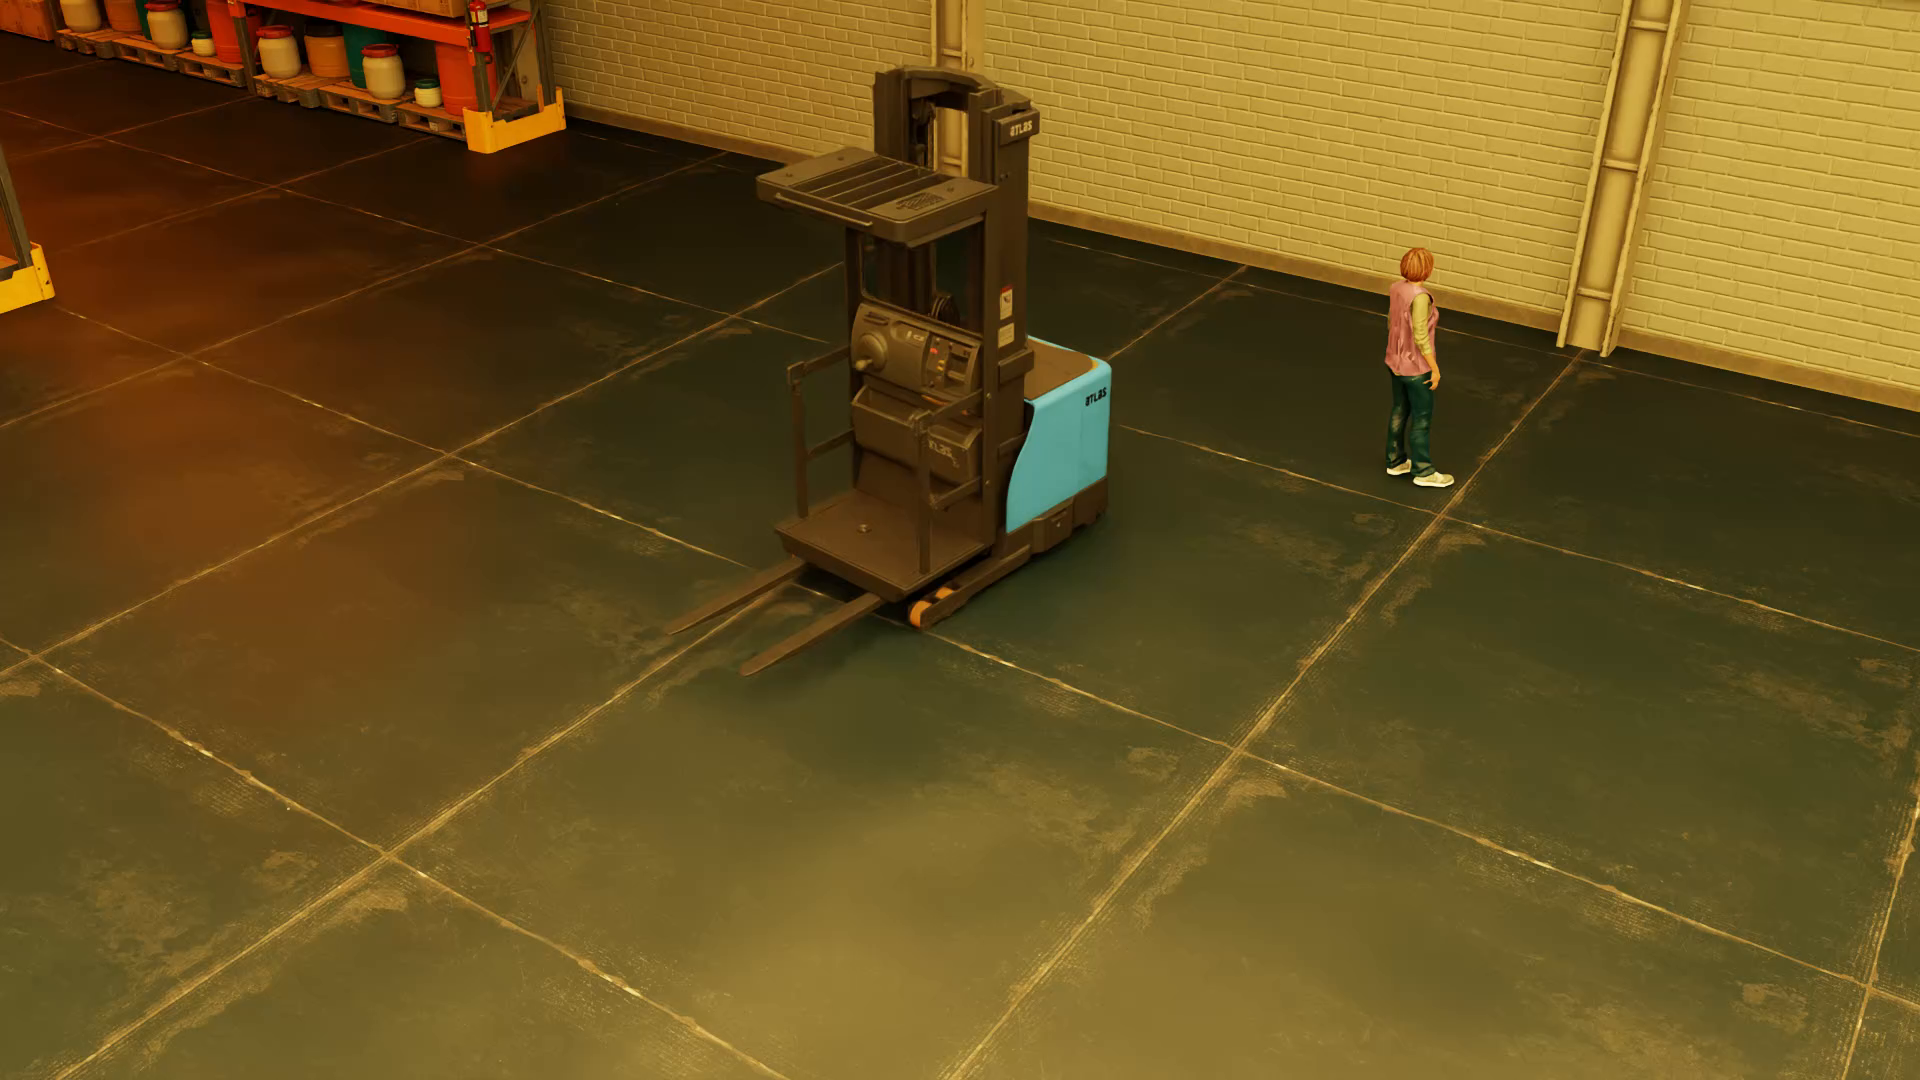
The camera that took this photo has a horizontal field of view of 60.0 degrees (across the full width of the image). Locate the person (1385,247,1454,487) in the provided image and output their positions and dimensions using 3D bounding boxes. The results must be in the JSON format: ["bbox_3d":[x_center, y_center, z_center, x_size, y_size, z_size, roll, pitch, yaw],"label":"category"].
[{"bbox_3d":[3.017,-1.143,10.865,0.474,1.597,0.520,-8,31,-13],"label":"person"}]

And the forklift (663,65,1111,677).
[{"bbox_3d":[-0.399,-1.035,9.364,1.130,2.935,3.031,24,38,35],"label":"forklift"}]
